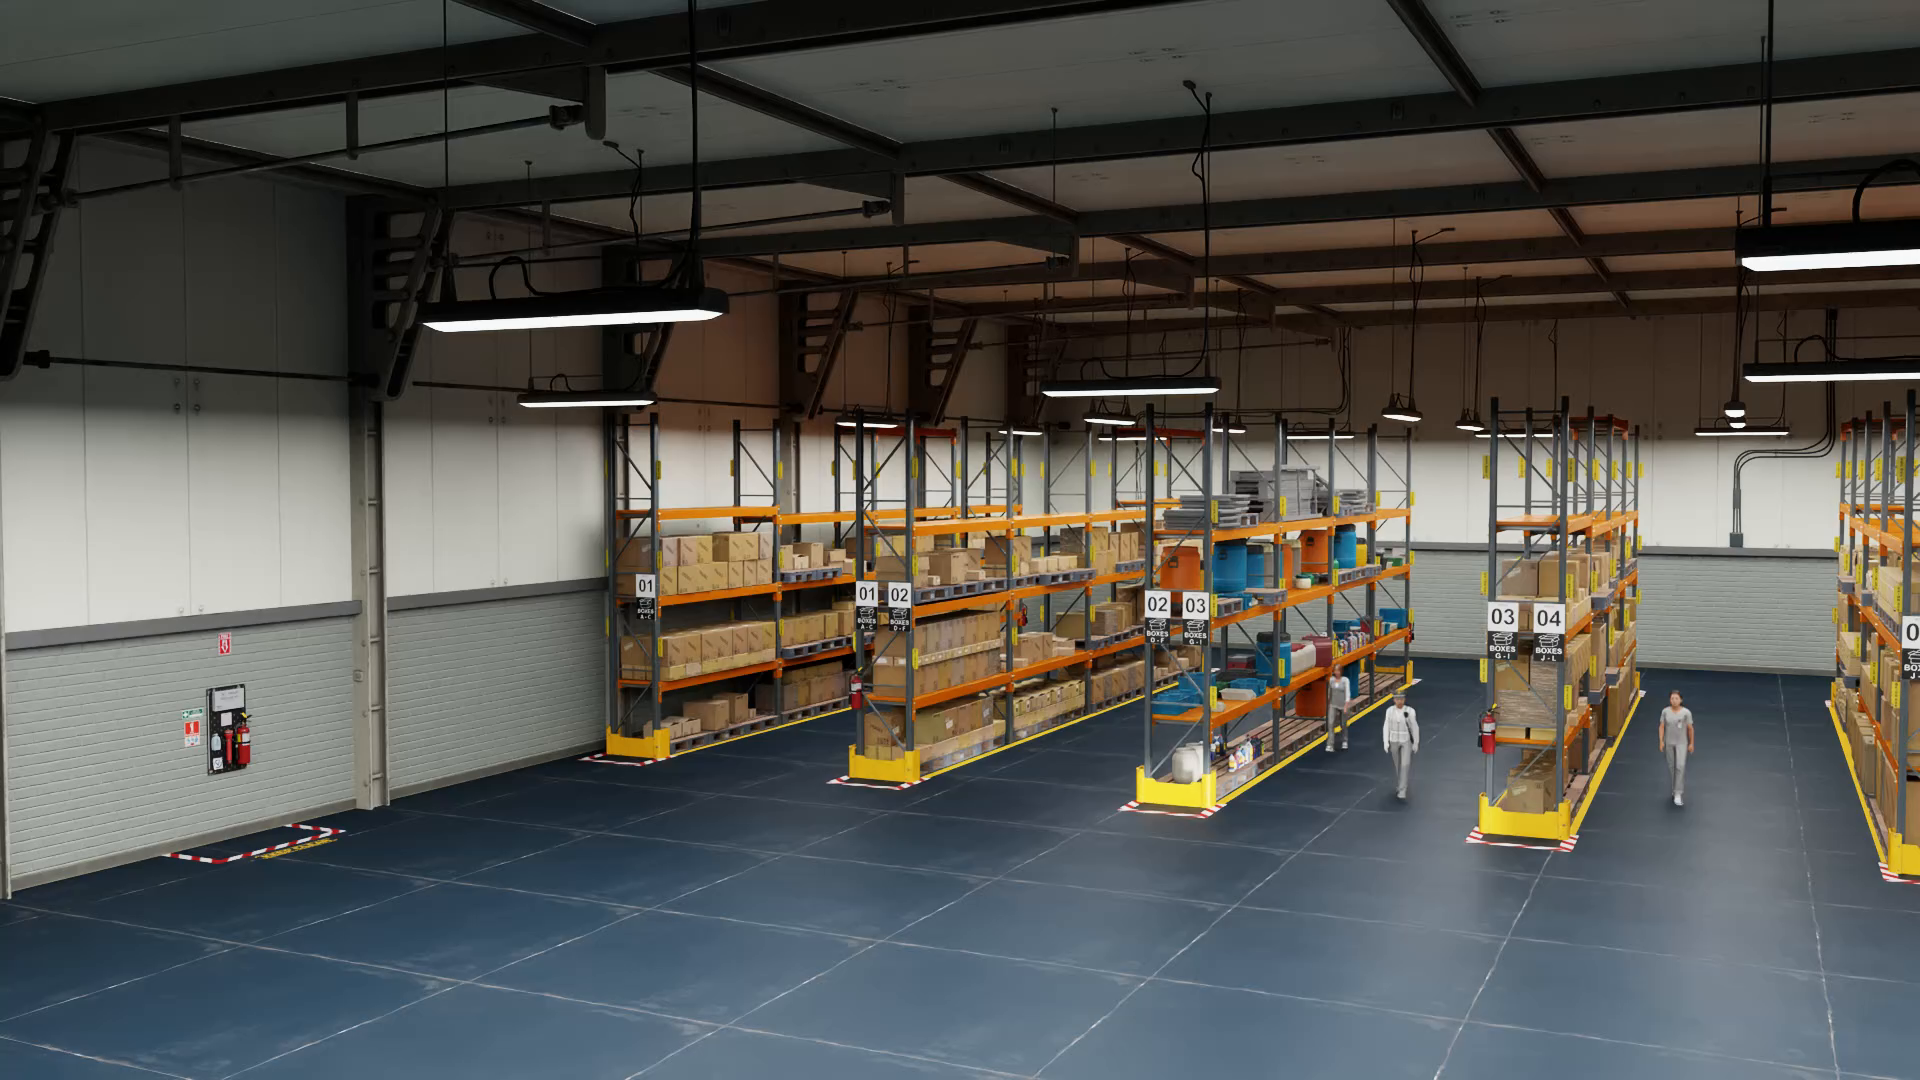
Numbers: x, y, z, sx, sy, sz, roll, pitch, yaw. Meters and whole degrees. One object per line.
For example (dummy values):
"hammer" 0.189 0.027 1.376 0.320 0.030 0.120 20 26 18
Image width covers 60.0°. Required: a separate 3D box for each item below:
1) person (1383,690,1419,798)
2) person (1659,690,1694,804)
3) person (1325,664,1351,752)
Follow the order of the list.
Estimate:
"person" 6.706 3.095 25.380 0.505 1.625 0.991 1 3 32
"person" 10.821 3.101 25.192 0.466 1.642 0.864 2 3 40
"person" 6.697 2.967 29.447 0.434 1.547 0.937 1 3 24
